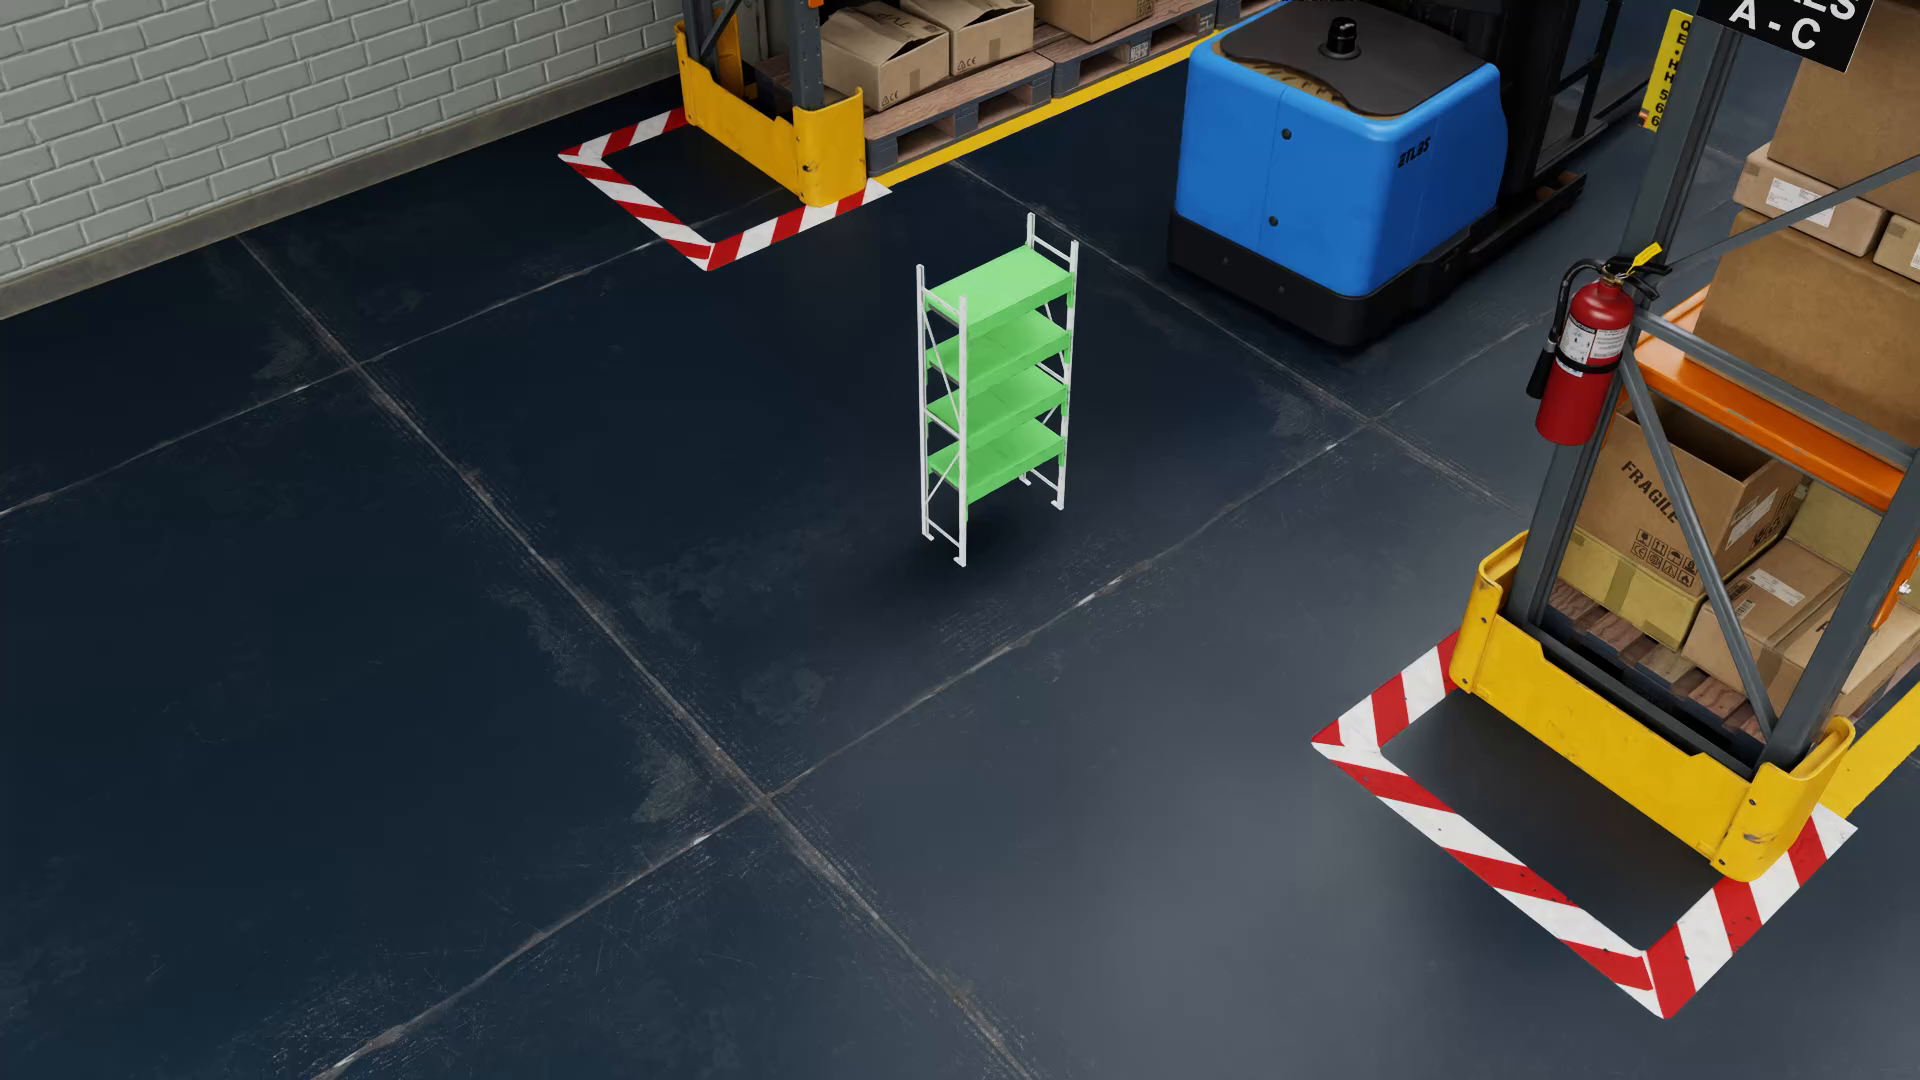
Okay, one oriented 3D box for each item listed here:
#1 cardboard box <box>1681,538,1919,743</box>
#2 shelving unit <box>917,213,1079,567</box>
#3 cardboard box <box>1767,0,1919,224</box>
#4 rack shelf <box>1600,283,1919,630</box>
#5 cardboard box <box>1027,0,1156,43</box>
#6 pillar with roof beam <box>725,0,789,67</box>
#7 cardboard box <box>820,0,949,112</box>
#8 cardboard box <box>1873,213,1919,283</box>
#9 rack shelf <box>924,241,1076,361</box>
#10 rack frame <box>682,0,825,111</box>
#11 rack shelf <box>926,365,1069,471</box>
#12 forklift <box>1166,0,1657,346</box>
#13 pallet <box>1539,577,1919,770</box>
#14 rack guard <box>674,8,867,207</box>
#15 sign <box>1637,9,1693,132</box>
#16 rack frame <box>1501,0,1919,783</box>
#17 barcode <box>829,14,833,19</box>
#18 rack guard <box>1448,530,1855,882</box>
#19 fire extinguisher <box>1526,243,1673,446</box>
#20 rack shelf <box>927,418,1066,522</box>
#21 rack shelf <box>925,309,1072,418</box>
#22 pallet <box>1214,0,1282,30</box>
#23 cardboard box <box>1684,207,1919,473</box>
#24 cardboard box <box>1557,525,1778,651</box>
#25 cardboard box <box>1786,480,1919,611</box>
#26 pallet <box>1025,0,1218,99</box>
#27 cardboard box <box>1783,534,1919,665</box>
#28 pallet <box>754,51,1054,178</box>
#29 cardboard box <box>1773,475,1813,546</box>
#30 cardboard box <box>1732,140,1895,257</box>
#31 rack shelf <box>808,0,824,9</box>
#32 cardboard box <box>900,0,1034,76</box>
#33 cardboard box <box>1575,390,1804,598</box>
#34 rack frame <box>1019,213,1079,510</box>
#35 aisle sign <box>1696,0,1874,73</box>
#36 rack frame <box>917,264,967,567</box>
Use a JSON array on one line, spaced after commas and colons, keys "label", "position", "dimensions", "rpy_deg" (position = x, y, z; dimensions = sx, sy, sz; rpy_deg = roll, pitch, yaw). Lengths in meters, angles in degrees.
[{"label": "cardboard box", "position": [2.743, 0.318, 5.422], "dimensions": [0.500, 0.250, 0.500], "rpy_deg": [-30, 51, -28]}, {"label": "shelving unit", "position": [0.127, -0.510, 5.917], "dimensions": [0.503, 1.200, 0.258], "rpy_deg": [-30, 51, -28]}, {"label": "cardboard box", "position": [2.596, -1.144, 4.256], "dimensions": [0.500, 0.500, 0.700], "rpy_deg": [-30, 51, -28]}, {"label": "rack shelf", "position": [3.723, -1.029, 5.680], "dimensions": [4.000, 0.370, 1.077], "rpy_deg": [-30, 51, -28]}, {"label": "cardboard box", "position": [0.629, -3.064, 8.826], "dimensions": [0.500, 0.500, 0.700], "rpy_deg": [-33, 52, -30]}, {"label": "pillar with roof beam", "position": [1.752, -3.700, 3.617], "dimensions": [0.400, 9.000, 9.100], "rpy_deg": [-30, 51, -28]}, {"label": "cardboard box", "position": [-0.404, -2.449, 8.309], "dimensions": [0.500, 0.311, 0.500], "rpy_deg": [33, 52, 30]}, {"label": "cardboard box", "position": [2.628, -0.745, 4.305], "dimensions": [0.250, 0.149, 0.380], "rpy_deg": [-30, 51, -28]}, {"label": "rack shelf", "position": [0.127, -0.813, 5.632], "dimensions": [0.480, 0.148, 0.258], "rpy_deg": [-30, 51, -28]}, {"label": "rack frame", "position": [-0.992, -3.012, 7.266], "dimensions": [0.127, 3.000, 1.000], "rpy_deg": [-30, 51, -28]}, {"label": "rack shelf", "position": [0.127, -0.463, 5.960], "dimensions": [0.480, 0.148, 0.258], "rpy_deg": [-30, 51, -28]}, {"label": "forklift", "position": [2.331, -2.791, 7.081], "dimensions": [1.130, 2.935, 3.031], "rpy_deg": [34, 53, 31]}, {"label": "pallet", "position": [2.749, 0.246, 5.834], "dimensions": [1.213, 0.211, 1.003], "rpy_deg": [-30, 51, -28]}, {"label": "rack guard", "position": [-0.934, -2.134, 8.158], "dimensions": [0.348, 0.500, 1.175], "rpy_deg": [-30, 51, -28]}, {"label": "sign", "position": [1.852, -1.212, 4.331], "dimensions": [0.005, 0.325, 0.100], "rpy_deg": [-30, 51, -28]}, {"label": "rack frame", "position": [2.189, -0.413, 4.498], "dimensions": [0.127, 3.000, 1.000], "rpy_deg": [-30, 51, -28]}, {"label": "barcode", "position": [-0.646, -2.671, 8.538], "dimensions": [0.075, 0.075, 0.001], "rpy_deg": [-30, 51, -28]}, {"label": "rack guard", "position": [2.171, 0.509, 5.343], "dimensions": [0.348, 0.500, 1.175], "rpy_deg": [-30, 51, -28]}, {"label": "fire extinguisher", "position": [1.800, -0.576, 4.729], "dimensions": [0.183, 0.674, 0.296], "rpy_deg": [-30, 51, -28]}, {"label": "rack shelf", "position": [0.127, -0.289, 6.125], "dimensions": [0.480, 0.148, 0.258], "rpy_deg": [-30, 51, -28]}, {"label": "rack shelf", "position": [0.127, -0.638, 5.796], "dimensions": [0.480, 0.148, 0.258], "rpy_deg": [-30, 51, -28]}, {"label": "pallet", "position": [1.584, -3.439, 9.758], "dimensions": [1.213, 0.211, 1.003], "rpy_deg": [-30, 51, -28]}, {"label": "cardboard box", "position": [2.555, -0.647, 4.675], "dimensions": [0.500, 0.500, 0.700], "rpy_deg": [-30, 51, -28]}, {"label": "cardboard box", "position": [2.411, 0.046, 5.712], "dimensions": [0.500, 0.250, 0.500], "rpy_deg": [-30, 51, -28]}, {"label": "cardboard box", "position": [3.126, -0.176, 5.400], "dimensions": [0.500, 0.500, 0.500], "rpy_deg": [-30, 51, -28]}, {"label": "pallet", "position": [0.647, -2.900, 9.184], "dimensions": [1.213, 0.211, 1.003], "rpy_deg": [-30, 51, -28]}, {"label": "cardboard box", "position": [3.124, 0.096, 5.658], "dimensions": [0.500, 0.250, 0.500], "rpy_deg": [-30, 51, -28]}, {"label": "pallet", "position": [-0.288, -2.367, 8.617], "dimensions": [1.213, 0.211, 1.003], "rpy_deg": [-30, 51, -28]}, {"label": "cardboard box", "position": [2.787, -0.180, 5.952], "dimensions": [0.500, 0.250, 0.500], "rpy_deg": [-30, 51, -28]}, {"label": "cardboard box", "position": [2.360, -0.953, 4.527], "dimensions": [0.250, 0.149, 0.380], "rpy_deg": [-31, 51, -28]}, {"label": "rack shelf", "position": [0.542, -3.629, 8.448], "dimensions": [4.000, 0.370, 1.077], "rpy_deg": [-30, 51, -28]}, {"label": "cardboard box", "position": [0.034, -2.700, 8.576], "dimensions": [0.500, 0.311, 0.500], "rpy_deg": [-26, 49, -25]}, {"label": "cardboard box", "position": [2.410, -0.229, 5.456], "dimensions": [0.500, 0.500, 0.500], "rpy_deg": [-30, 51, -28]}, {"label": "rack frame", "position": [0.314, -0.617, 6.031], "dimensions": [0.015, 1.200, 0.240], "rpy_deg": [-30, 51, -28]}, {"label": "aisle sign", "position": [1.950, -1.486, 3.742], "dimensions": [0.004, 0.787, 0.394], "rpy_deg": [-30, 51, -28]}, {"label": "rack frame", "position": [-0.060, -0.403, 5.803], "dimensions": [0.015, 1.200, 0.240], "rpy_deg": [-30, 51, -28]}]
